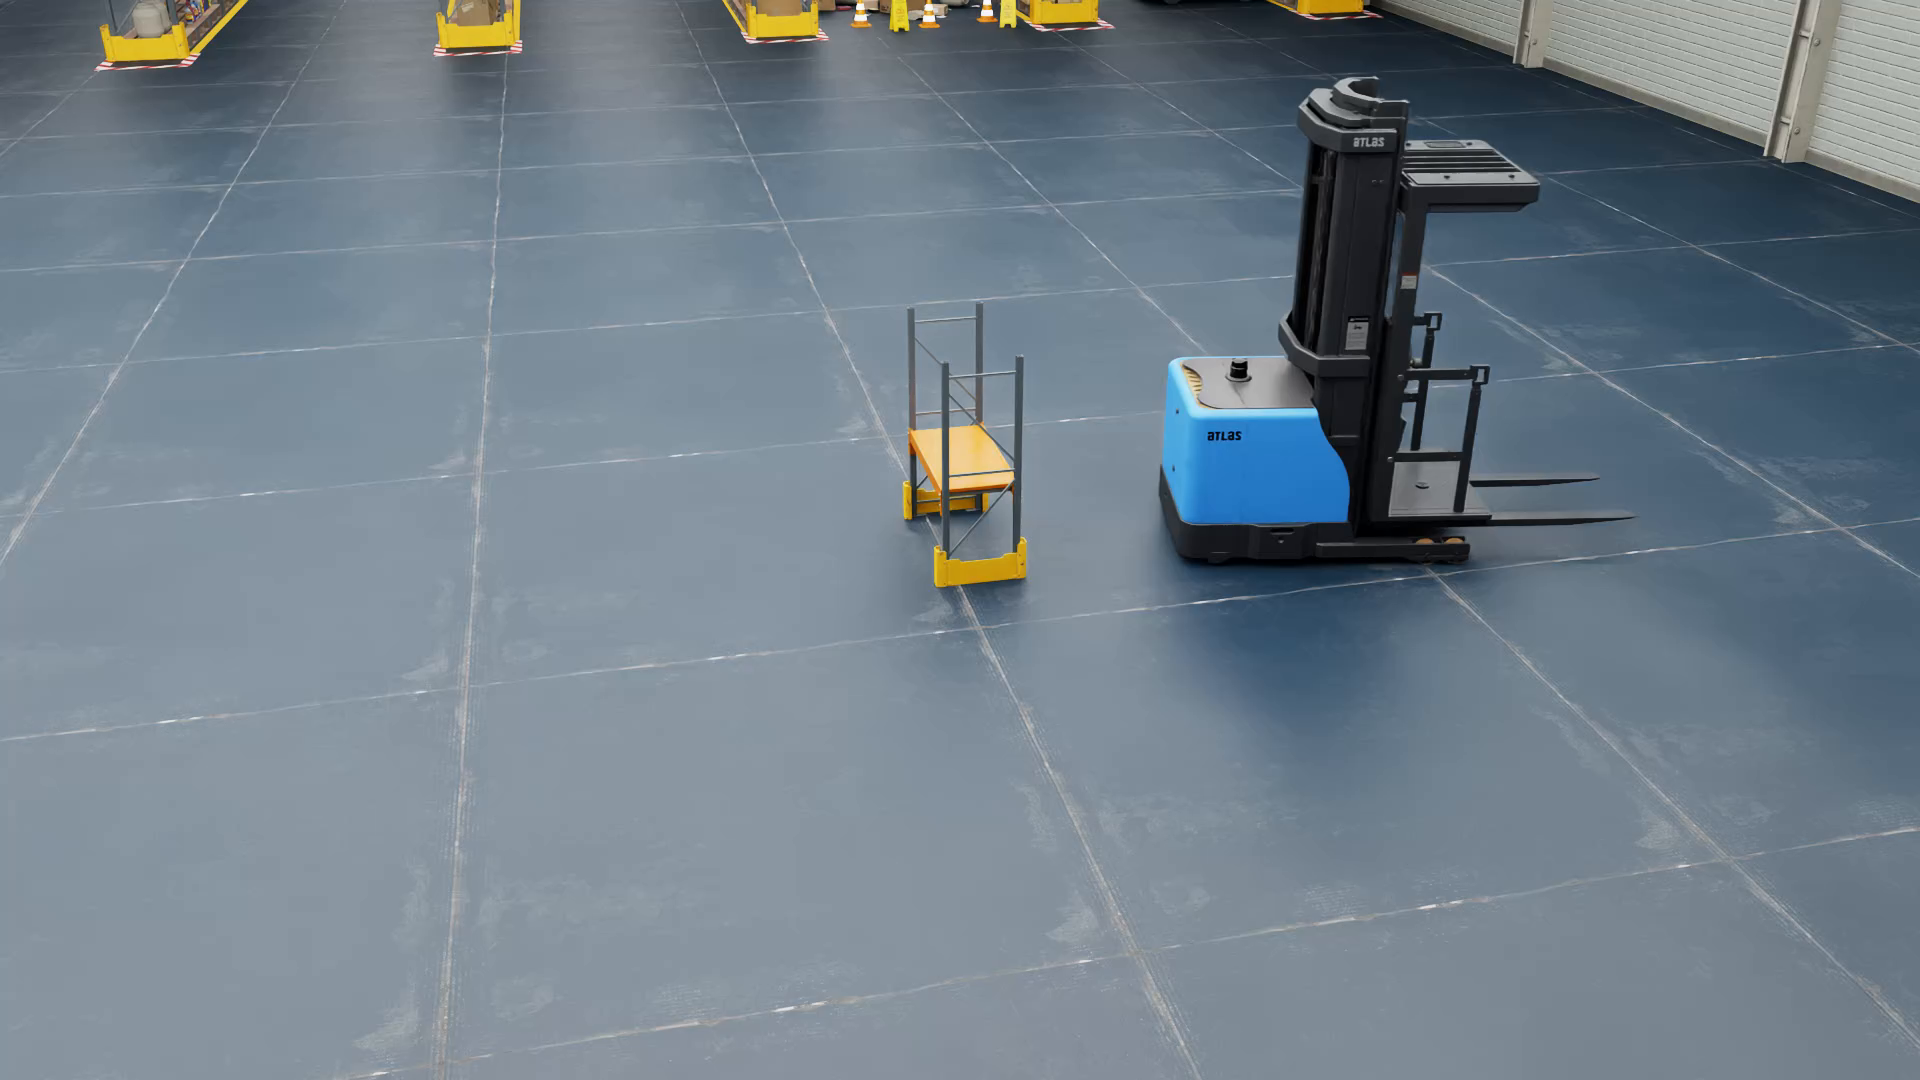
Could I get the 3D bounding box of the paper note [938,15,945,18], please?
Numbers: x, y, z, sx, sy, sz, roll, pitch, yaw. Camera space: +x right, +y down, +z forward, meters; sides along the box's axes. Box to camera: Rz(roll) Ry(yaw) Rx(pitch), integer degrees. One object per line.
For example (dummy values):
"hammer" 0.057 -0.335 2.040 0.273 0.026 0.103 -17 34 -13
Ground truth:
"paper note" -0.322 -9.264 29.417 0.148 0.019 0.142 -16 31 -29

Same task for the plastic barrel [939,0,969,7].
"plastic barrel" -0.110 -9.980 30.399 0.512 0.421 0.421 13 30 24

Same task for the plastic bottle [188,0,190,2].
"plastic bottle" -13.103 -9.106 28.335 0.061 0.283 0.133 -6 27 -12

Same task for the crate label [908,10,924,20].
"crate label" -0.765 -9.233 29.238 0.250 0.136 0.298 -23 35 -38

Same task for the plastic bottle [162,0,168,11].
"plastic bottle" -13.623 -9.154 28.443 0.097 0.271 0.097 0 27 0

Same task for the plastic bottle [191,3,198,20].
"plastic bottle" -12.855 -8.868 27.877 0.097 0.271 0.097 0 27 0

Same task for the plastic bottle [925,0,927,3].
"plastic bottle" -0.607 -10.064 30.968 0.133 0.061 0.283 -1 27 -3

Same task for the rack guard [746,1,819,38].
"rack guard" -2.964 -8.703 27.785 1.175 0.500 0.348 -6 27 -12

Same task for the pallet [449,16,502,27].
"pallet" -7.990 -8.519 27.741 1.003 0.211 1.213 -6 27 -12

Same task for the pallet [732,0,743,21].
"pallet" -3.497 -9.462 29.610 1.003 0.211 1.213 -6 27 -12

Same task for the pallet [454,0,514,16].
"pallet" -8.540 -9.590 29.863 1.003 0.211 1.213 -6 27 -12

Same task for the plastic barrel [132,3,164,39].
"plastic barrel" -12.873 -8.226 26.359 0.421 0.512 0.421 0 27 0

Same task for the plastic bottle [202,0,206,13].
"plastic bottle" -13.005 -9.202 28.526 0.061 0.283 0.133 -4 27 -8

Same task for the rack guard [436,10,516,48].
"rack guard" -7.841 -8.288 26.962 1.175 0.500 0.348 -6 27 -12

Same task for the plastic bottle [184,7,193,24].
"plastic bottle" -12.755 -8.674 27.491 0.097 0.271 0.097 0 27 0

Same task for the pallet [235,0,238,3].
"pallet" -14.045 -10.256 31.182 1.003 0.211 1.213 -6 27 -12

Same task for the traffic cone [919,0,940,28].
"traffic cone" -0.528 -9.040 28.493 0.336 0.463 0.334 -6 27 -12

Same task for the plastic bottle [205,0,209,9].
"plastic bottle" -13.125 -9.384 28.811 0.144 0.351 0.185 -7 28 -13

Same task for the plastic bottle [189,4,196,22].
"plastic bottle" -12.788 -8.780 27.689 0.061 0.283 0.133 -5 27 -11

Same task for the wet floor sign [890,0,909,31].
"wet floor sign" -1.034 -8.967 28.146 0.267 0.644 0.232 -11 29 -20

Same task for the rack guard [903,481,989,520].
"rack guard" -0.095 -0.297 11.407 0.587 0.250 0.087 -6 27 -12

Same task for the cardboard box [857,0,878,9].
"cardboard box" -1.689 -9.798 30.213 0.396 0.266 0.258 -1 27 -3

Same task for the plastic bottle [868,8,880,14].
"plastic bottle" -1.569 -9.512 29.875 0.133 0.061 0.283 -16 31 -29

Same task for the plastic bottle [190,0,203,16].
"plastic bottle" -12.977 -9.053 28.238 0.152 0.276 0.135 -5 27 -11

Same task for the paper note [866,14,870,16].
"paper note" -1.659 -9.346 29.581 0.144 0.017 0.142 3 27 6

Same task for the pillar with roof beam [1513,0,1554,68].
"pillar with roof beam" 4.545 -10.887 22.679 9.100 9.000 0.400 -6 27 -12

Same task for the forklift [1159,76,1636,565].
"forklift" 2.909 -1.387 10.591 3.031 2.935 1.130 -1 27 -2

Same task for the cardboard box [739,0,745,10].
"cardboard box" -3.387 -9.746 28.968 0.875 0.875 0.875 -6 27 -12

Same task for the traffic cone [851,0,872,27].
"traffic cone" -1.705 -9.075 28.562 0.336 0.463 0.334 -6 27 -12

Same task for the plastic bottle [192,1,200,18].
"plastic bottle" -12.900 -8.957 28.053 0.097 0.271 0.097 0 27 0

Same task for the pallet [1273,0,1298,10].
"pallet" 6.453 -9.969 30.613 1.003 0.211 1.213 -6 27 -12

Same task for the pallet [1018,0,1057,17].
"pallet" 1.665 -9.526 29.734 1.003 0.211 1.213 -6 27 -12

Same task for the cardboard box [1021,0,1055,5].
"cardboard box" 1.381 -9.675 29.521 0.500 0.250 0.500 -6 27 -12

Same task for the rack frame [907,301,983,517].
"rack frame" -0.095 -0.855 11.126 0.500 1.500 0.032 -6 27 -12

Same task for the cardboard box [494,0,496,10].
"cardboard box" -8.239 -9.254 28.409 0.500 0.500 0.500 -3 27 -7

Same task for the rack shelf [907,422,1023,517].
"rack shelf" 0.019 -0.472 10.765 0.538 0.185 1.000 -6 27 -12

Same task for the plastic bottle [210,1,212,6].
"plastic bottle" -13.166 -9.443 29.094 0.097 0.201 0.097 0 27 0

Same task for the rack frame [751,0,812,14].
"rack frame" -2.969 -9.830 27.243 1.000 3.000 0.127 -6 27 -12

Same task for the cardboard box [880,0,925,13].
"cardboard box" -1.032 -9.776 29.907 0.637 0.503 0.797 19 32 32

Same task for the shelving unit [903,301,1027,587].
"shelving unit" 0.017 -0.636 10.692 0.587 1.500 1.083 -6 27 -12

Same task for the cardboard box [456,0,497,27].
"cardboard box" -7.949 -8.718 27.348 0.500 0.500 0.500 -1 27 -2

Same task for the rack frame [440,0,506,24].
"rack frame" -7.824 -9.370 26.333 1.000 3.000 0.127 -6 27 -12

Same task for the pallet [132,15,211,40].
"pallet" -13.162 -8.543 27.788 1.003 0.211 1.213 -6 27 -12

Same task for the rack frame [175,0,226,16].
"rack frame" -13.551 -10.624 28.815 1.000 3.000 0.127 -6 27 -12
